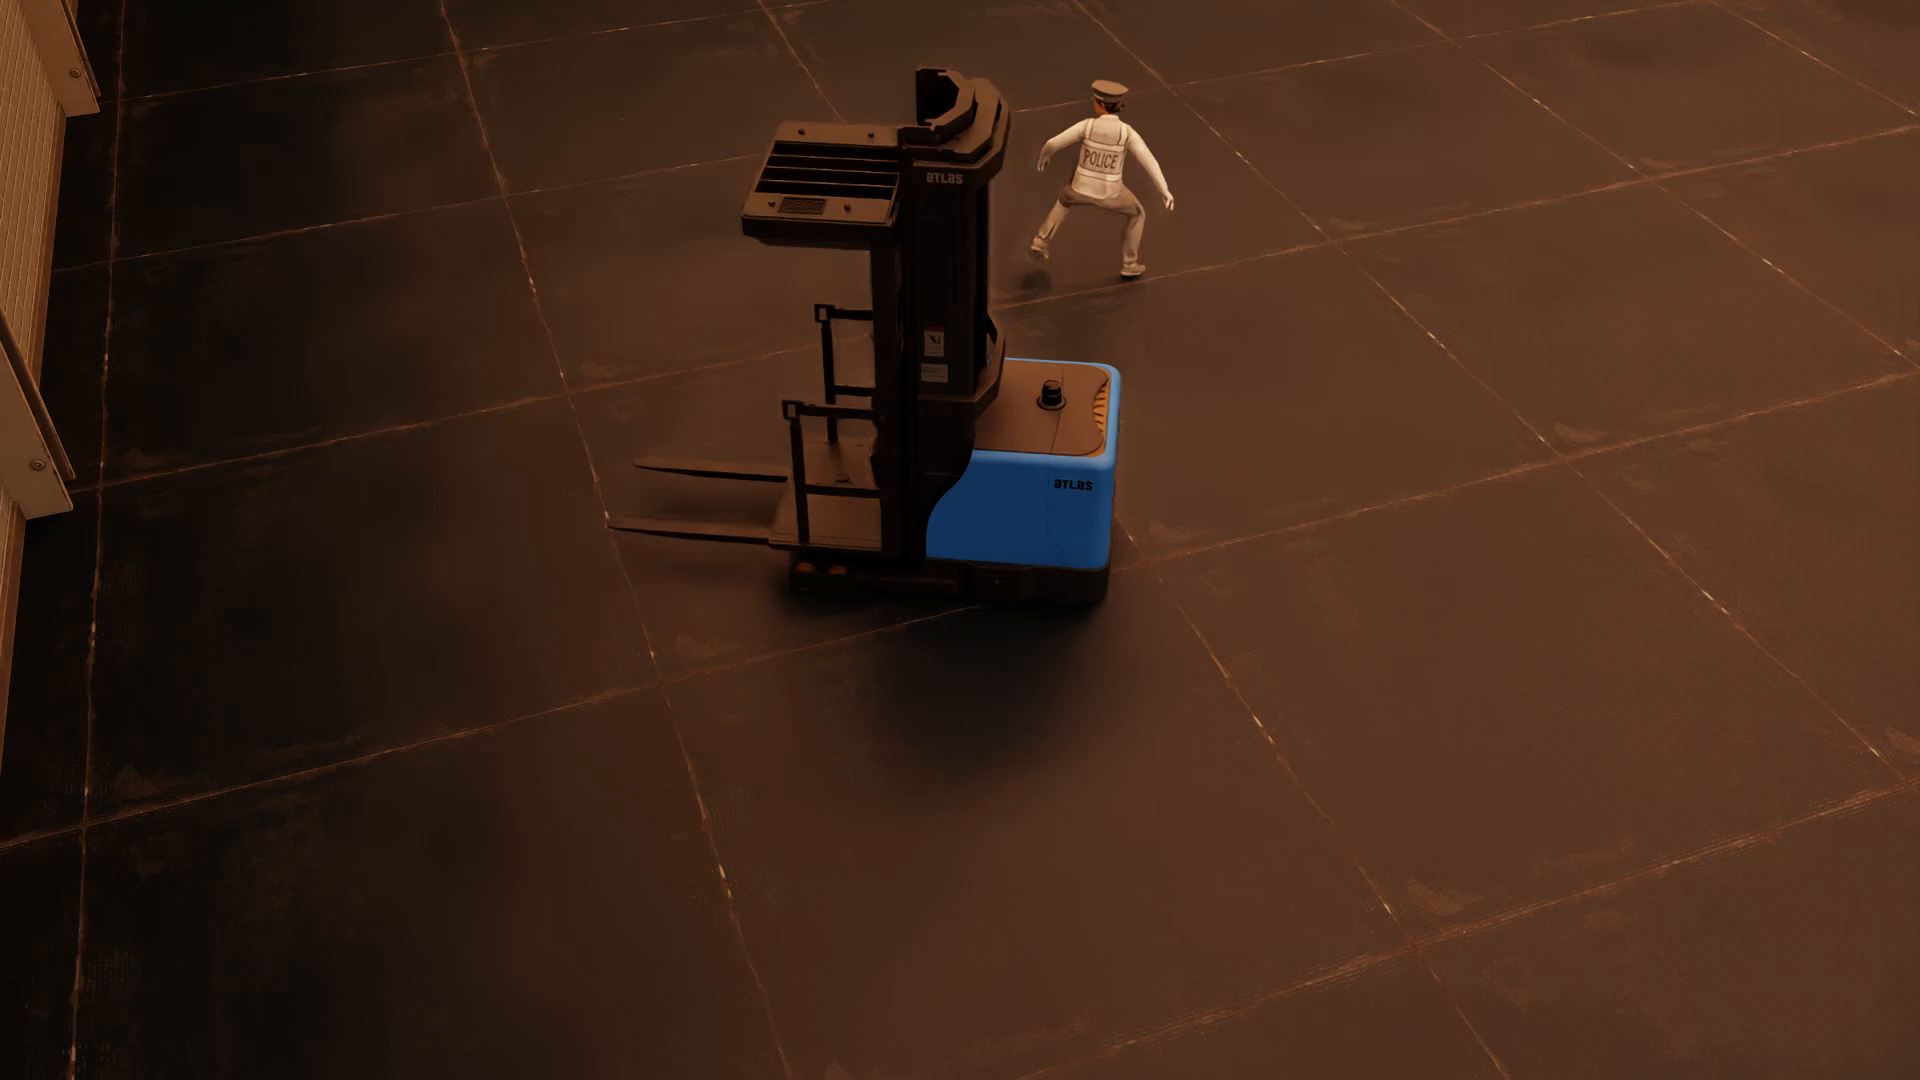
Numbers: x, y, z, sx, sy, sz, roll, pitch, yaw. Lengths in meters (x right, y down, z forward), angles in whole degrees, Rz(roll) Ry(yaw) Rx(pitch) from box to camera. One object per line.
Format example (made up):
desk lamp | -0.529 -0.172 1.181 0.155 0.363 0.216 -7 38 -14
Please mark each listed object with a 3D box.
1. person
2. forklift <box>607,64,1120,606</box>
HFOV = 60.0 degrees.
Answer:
person | 1.067 -2.611 12.245 1.051 1.549 0.466 11 41 12
forklift | -0.591 -1.142 9.357 3.031 2.935 1.130 4 40 5
